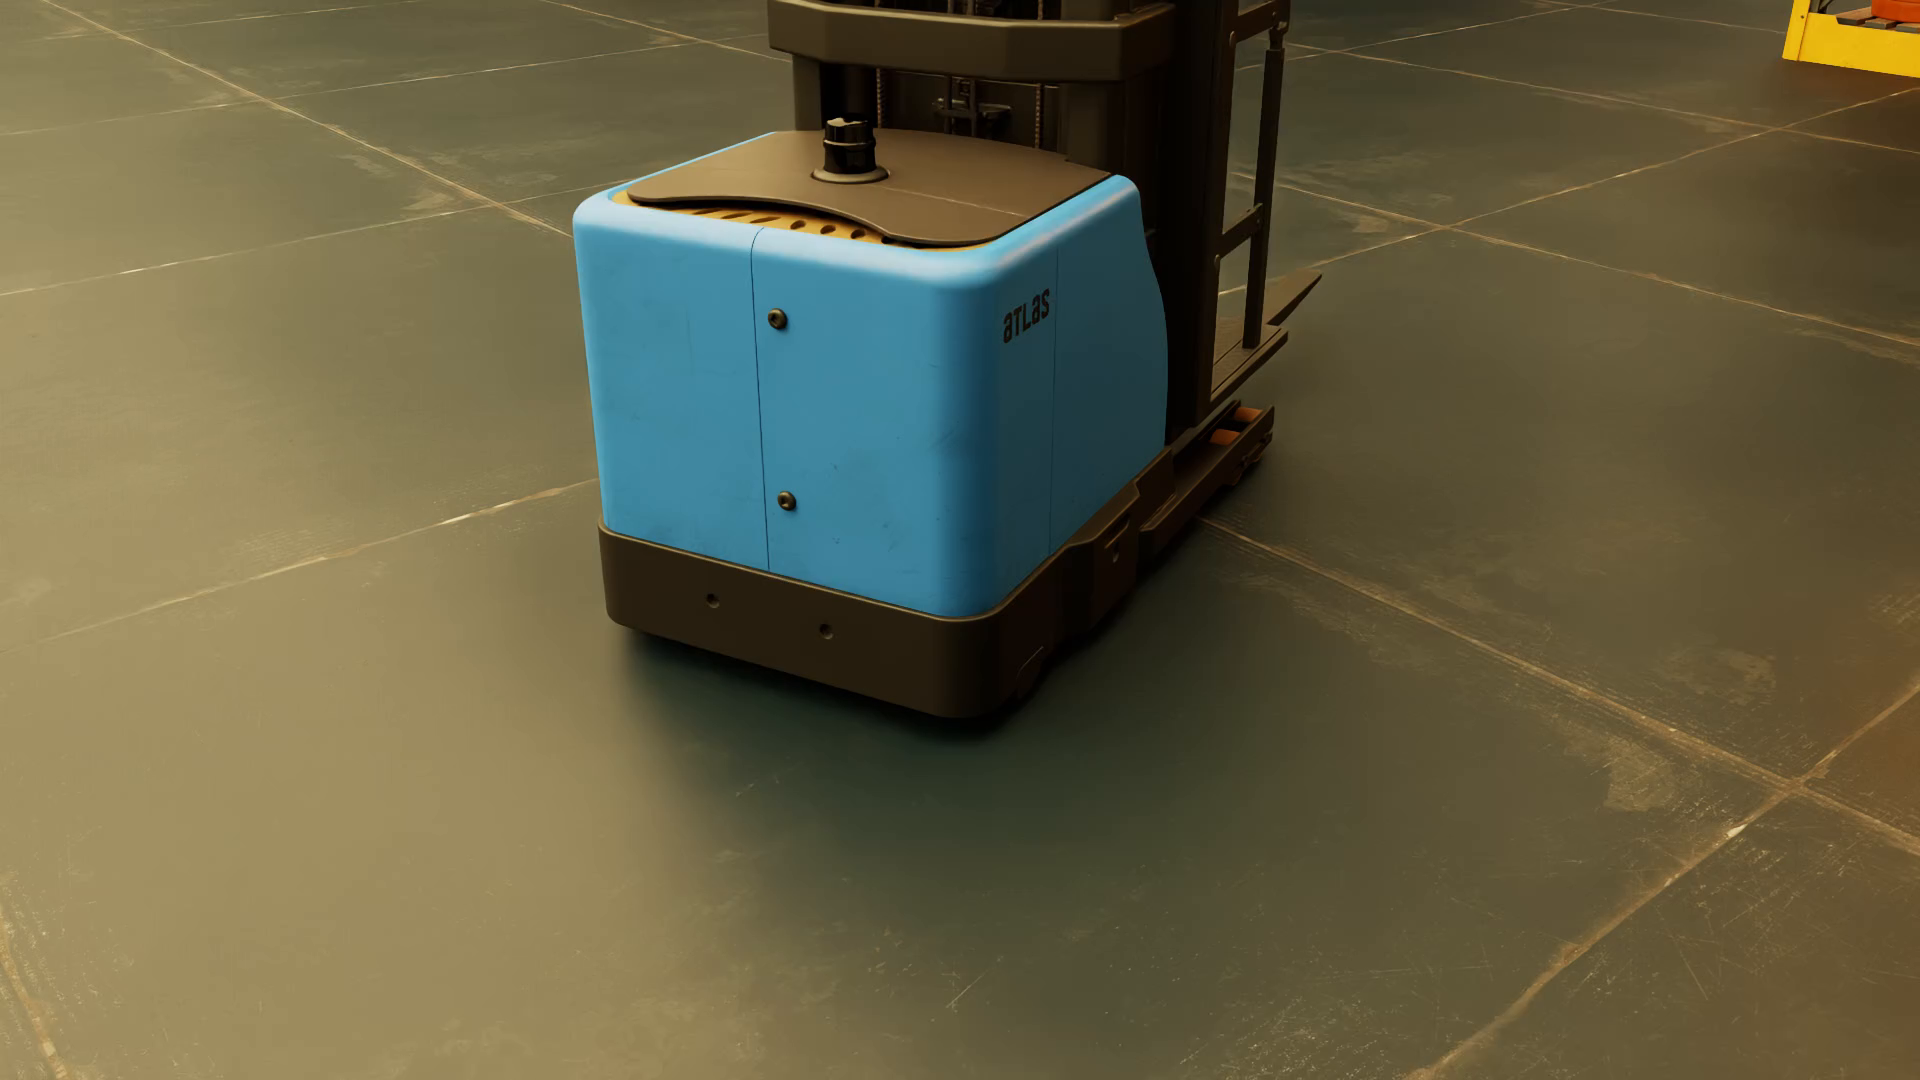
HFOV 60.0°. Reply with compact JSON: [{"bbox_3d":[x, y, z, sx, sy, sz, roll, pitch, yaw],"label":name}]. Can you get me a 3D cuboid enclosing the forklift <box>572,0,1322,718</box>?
[{"bbox_3d":[0.285,-1.552,4.331,1.130,2.935,3.031,13,29,25],"label":"forklift"}]
